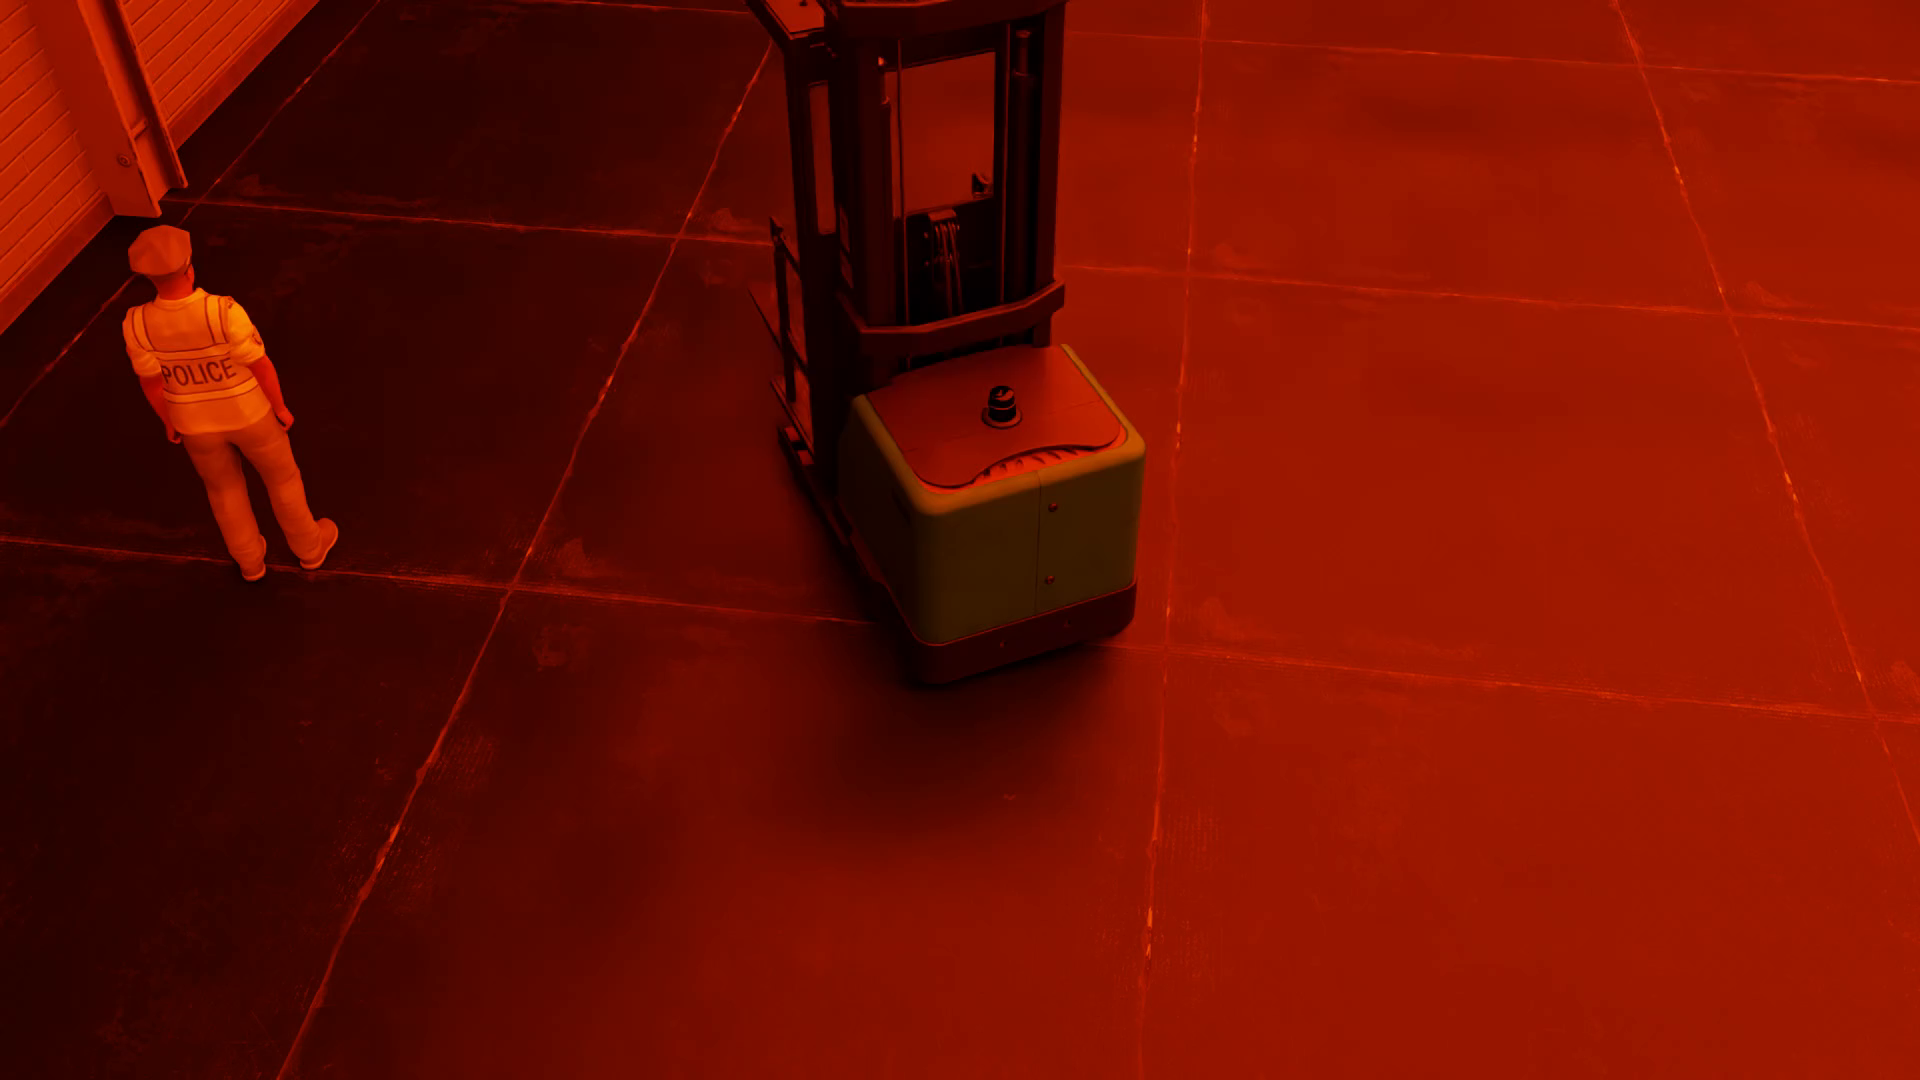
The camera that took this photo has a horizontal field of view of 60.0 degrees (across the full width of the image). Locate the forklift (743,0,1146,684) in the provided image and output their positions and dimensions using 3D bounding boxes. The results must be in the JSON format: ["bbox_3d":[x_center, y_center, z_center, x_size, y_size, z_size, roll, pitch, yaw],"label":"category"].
[{"bbox_3d":[-0.263,-1.468,7.322,1.130,2.935,3.031,-16,45,-17],"label":"forklift"}]

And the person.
[{"bbox_3d":[-3.181,-0.565,7.198,0.530,1.773,0.395,-8,43,-9],"label":"person"}]
